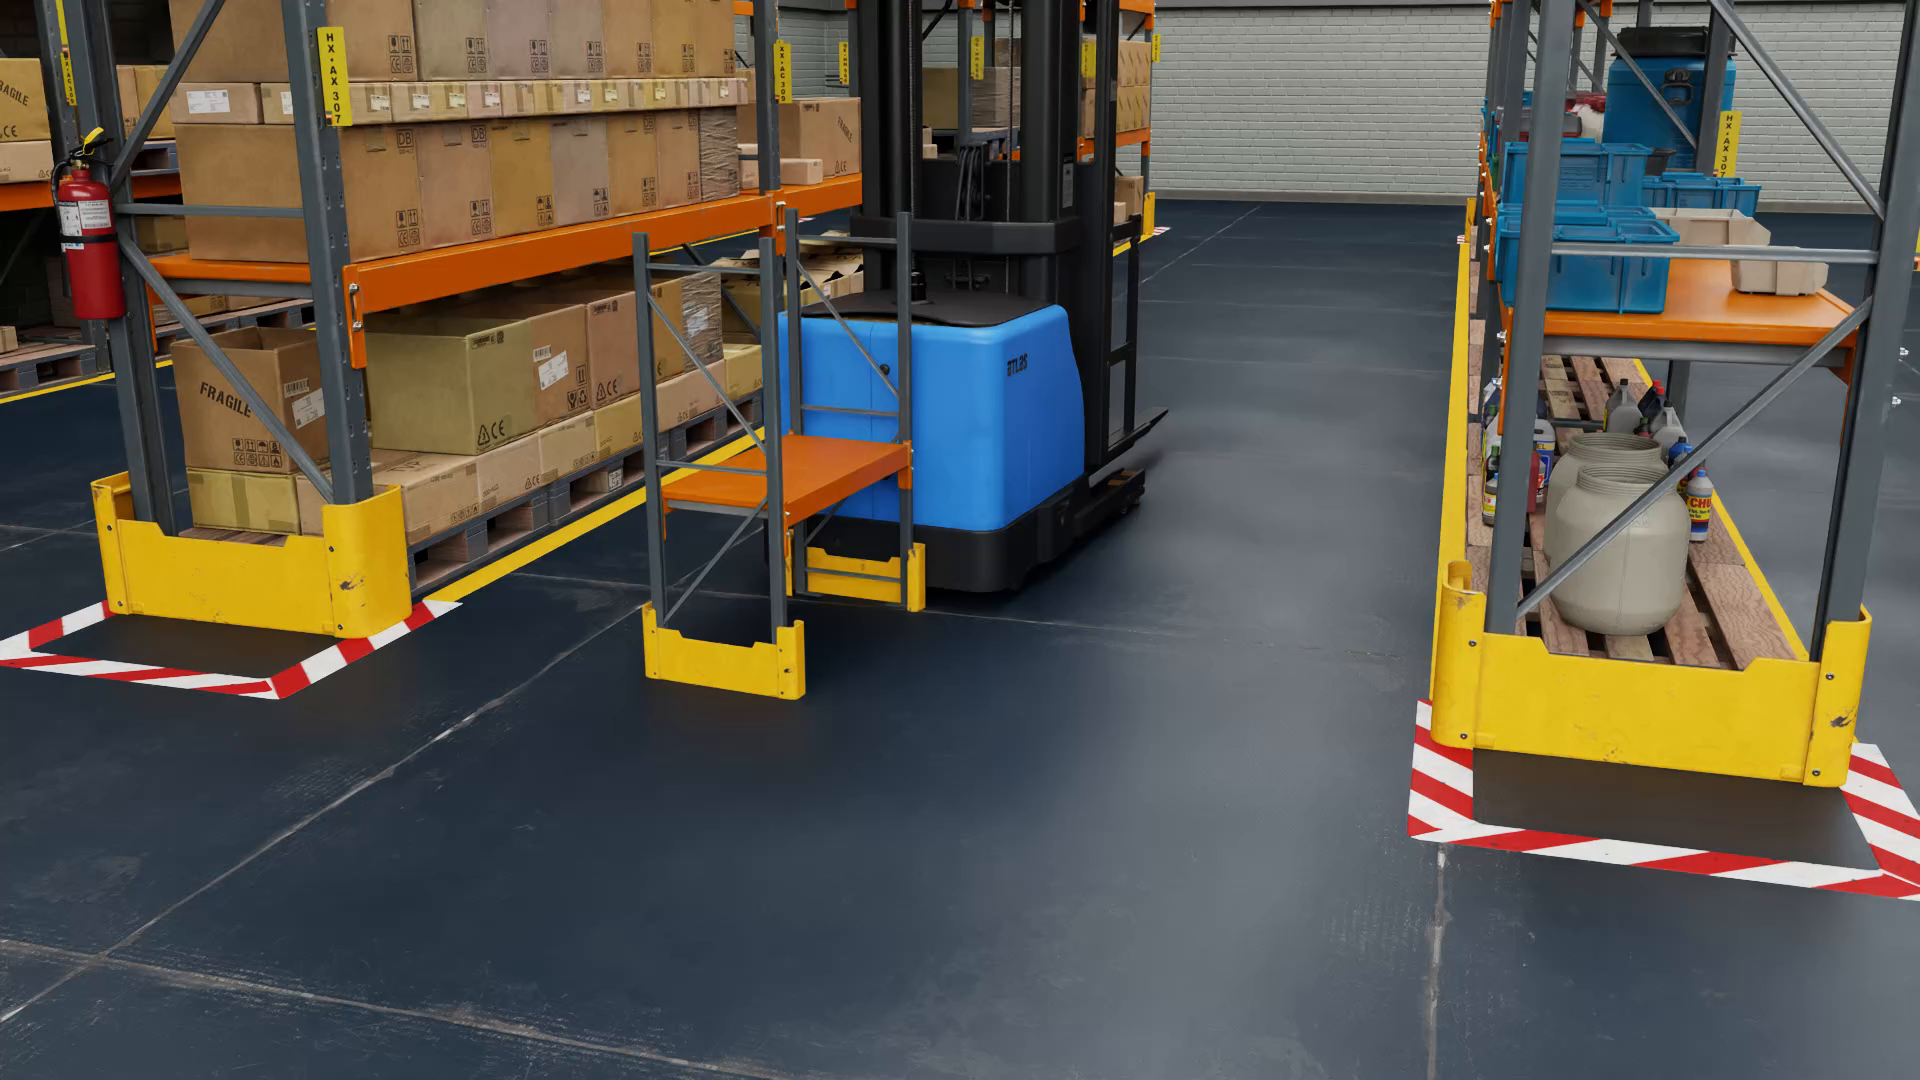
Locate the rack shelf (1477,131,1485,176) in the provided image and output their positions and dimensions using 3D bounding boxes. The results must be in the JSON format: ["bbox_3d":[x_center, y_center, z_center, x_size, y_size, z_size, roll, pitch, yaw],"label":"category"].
[{"bbox_3d":[6.057,-4.107,17.630,1.077,0.370,4.000,5,16,16],"label":"rack shelf"}]

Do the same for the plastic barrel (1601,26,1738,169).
[{"bbox_3d":[3.615,-2.156,8.513,0.600,0.901,0.708,5,16,16],"label":"plastic barrel"}]

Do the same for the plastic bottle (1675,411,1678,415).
[{"bbox_3d":[3.247,-0.455,7.607,0.061,0.283,0.133,6,17,20],"label":"plastic bottle"}]

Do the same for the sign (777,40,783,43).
[{"bbox_3d":[-2.357,-6.370,21.734,0.100,0.325,0.005,5,16,16],"label":"sign"}]

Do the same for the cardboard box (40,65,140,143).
[{"bbox_3d":[-6.106,-2.995,11.403,0.700,0.500,0.500,5,16,16],"label":"cardboard box"}]

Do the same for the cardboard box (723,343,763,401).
[{"bbox_3d":[-1.455,-0.963,9.496,0.500,0.250,0.500,5,16,16],"label":"cardboard box"}]

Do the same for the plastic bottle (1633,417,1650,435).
[{"bbox_3d":[3.056,-0.417,7.475,0.061,0.283,0.133,5,16,16],"label":"plastic bottle"}]

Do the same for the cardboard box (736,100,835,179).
[{"bbox_3d":[-1.150,-2.607,10.842,0.500,0.500,0.500,6,17,20],"label":"cardboard box"}]

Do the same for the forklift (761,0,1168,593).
[{"bbox_3d":[0.239,-1.567,7.482,1.130,2.935,3.031,6,17,22],"label":"forklift"}]

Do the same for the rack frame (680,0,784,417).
[{"bbox_3d":[-1.533,-2.222,9.666,1.000,3.000,0.127,5,16,16],"label":"rack frame"}]

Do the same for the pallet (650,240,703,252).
[{"bbox_3d":[-3.719,-3.549,19.456,1.003,0.211,1.213,5,16,16],"label":"pallet"}]

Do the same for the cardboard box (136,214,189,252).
[{"bbox_3d":[-5.969,-2.284,12.286,0.500,0.250,0.500,4,16,15],"label":"cardboard box"}]

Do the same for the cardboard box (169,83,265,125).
[{"bbox_3d":[-2.744,-1.650,6.279,0.380,0.149,0.250,4,16,15],"label":"cardboard box"}]

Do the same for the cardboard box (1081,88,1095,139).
[{"bbox_3d":[1.146,-4.475,17.427,0.500,0.500,0.500,5,17,17],"label":"cardboard box"}]

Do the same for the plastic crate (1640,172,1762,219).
[{"bbox_3d":[3.161,-1.455,7.233,0.499,0.251,0.616,5,16,16],"label":"plastic crate"}]

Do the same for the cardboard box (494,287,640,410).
[{"bbox_3d":[-1.875,-0.931,8.008,0.500,0.500,0.500,5,16,16],"label":"cardboard box"}]

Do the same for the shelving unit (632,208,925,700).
[{"bbox_3d":[-0.605,-0.360,5.850,0.587,1.500,1.083,6,17,22],"label":"shelving unit"}]

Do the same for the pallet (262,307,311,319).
[{"bbox_3d":[-5.370,-2.106,14.366,1.003,0.211,1.213,5,16,16],"label":"pallet"}]

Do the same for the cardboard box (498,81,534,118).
[{"bbox_3d":[-2.060,-1.892,7.130,0.380,0.149,0.250,4,16,14],"label":"cardboard box"}]

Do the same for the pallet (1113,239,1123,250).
[{"bbox_3d":[1.281,-3.473,19.187,1.003,0.211,1.213,5,16,16],"label":"pallet"}]

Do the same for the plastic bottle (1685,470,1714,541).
[{"bbox_3d":[2.892,-0.140,6.518,0.097,0.271,0.097,0,16,0],"label":"plastic bottle"}]

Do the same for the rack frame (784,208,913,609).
[{"bbox_3d":[-0.415,-0.486,6.294,0.500,1.500,0.032,6,17,22],"label":"rack frame"}]

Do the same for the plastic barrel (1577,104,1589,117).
[{"bbox_3d":[4.264,-2.651,10.975,0.421,0.512,0.421,0,16,0],"label":"plastic barrel"}]

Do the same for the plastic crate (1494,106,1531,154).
[{"bbox_3d":[3.599,-2.515,10.582,0.402,0.464,0.583,5,16,16],"label":"plastic crate"}]

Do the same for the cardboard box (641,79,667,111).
[{"bbox_3d":[-1.696,-2.228,8.316,0.380,0.149,0.250,5,16,16],"label":"cardboard box"}]

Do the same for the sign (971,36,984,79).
[{"bbox_3d":[0.137,-3.783,13.049,0.100,0.325,0.005,5,16,16],"label":"sign"}]

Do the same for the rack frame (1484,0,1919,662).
[{"bbox_3d":[2.078,-0.790,4.618,1.000,3.000,0.127,5,16,16],"label":"rack frame"}]

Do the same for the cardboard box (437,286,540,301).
[{"bbox_3d":[-2.389,-0.972,8.155,0.500,0.500,0.500,5,16,16],"label":"cardboard box"}]

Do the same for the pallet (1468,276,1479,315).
[{"bbox_3d":[4.884,-2.069,14.238,1.003,0.211,1.213,5,16,16],"label":"pallet"}]

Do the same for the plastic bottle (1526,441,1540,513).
[{"bbox_3d":[2.380,-0.265,6.939,0.061,0.283,0.133,5,16,16],"label":"plastic bottle"}]

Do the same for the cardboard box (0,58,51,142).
[{"bbox_3d":[-6.121,-2.756,10.411,0.500,0.500,0.500,5,16,16],"label":"cardboard box"}]

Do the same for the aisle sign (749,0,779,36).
[{"bbox_3d":[-2.565,-6.991,21.715,0.394,0.787,0.004,5,16,16],"label":"aisle sign"}]

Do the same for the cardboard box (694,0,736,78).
[{"bbox_3d":[-1.653,-2.778,9.064,0.700,0.500,0.500,5,17,16],"label":"cardboard box"}]

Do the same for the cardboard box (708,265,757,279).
[{"bbox_3d":[-1.551,-1.636,10.841,0.500,0.311,0.500,5,17,17],"label":"cardboard box"}]

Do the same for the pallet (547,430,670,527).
[{"bbox_3d":[-2.144,-0.355,8.195,1.003,0.211,1.213,5,16,16],"label":"pallet"}]

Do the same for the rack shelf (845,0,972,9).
[{"bbox_3d":[-0.965,-3.842,11.199,1.077,0.370,4.000,5,16,16],"label":"rack shelf"}]

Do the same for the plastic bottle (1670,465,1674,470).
[{"bbox_3d":[3.046,-0.248,7.027,0.097,0.201,0.097,0,16,0],"label":"plastic bottle"}]

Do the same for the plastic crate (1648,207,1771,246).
[{"bbox_3d":[2.996,-1.265,6.777,0.530,0.136,0.437,5,16,16],"label":"plastic crate"}]

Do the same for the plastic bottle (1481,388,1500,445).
[{"bbox_3d":[2.588,-0.595,7.978,0.144,0.351,0.185,5,17,17],"label":"plastic bottle"}]

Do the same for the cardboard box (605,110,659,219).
[{"bbox_3d":[-1.943,-1.884,8.291,0.700,0.500,0.500,5,17,17],"label":"cardboard box"}]

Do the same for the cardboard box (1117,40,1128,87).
[{"bbox_3d":[1.583,-5.350,18.679,0.500,0.500,0.500,5,17,18],"label":"cardboard box"}]

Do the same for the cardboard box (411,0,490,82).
[{"bbox_3d":[-2.366,-2.121,6.748,0.700,0.500,0.500,4,16,14],"label":"cardboard box"}]

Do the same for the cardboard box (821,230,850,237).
[{"bbox_3d":[-0.827,-2.303,13.194,0.500,0.311,0.500,5,17,18],"label":"cardboard box"}]

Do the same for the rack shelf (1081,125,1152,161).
[{"bbox_3d":[1.309,-4.492,18.988,1.077,0.370,4.000,5,16,16],"label":"rack shelf"}]

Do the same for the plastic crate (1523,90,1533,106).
[{"bbox_3d":[6.709,-4.920,19.004,0.616,0.435,0.499,5,16,16],"label":"plastic crate"}]

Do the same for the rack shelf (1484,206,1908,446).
[{"bbox_3d":[2.647,-0.967,6.561,1.077,0.370,4.000,5,16,16],"label":"rack shelf"}]

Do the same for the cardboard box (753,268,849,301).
[{"bbox_3d":[-1.030,-1.590,10.680,0.500,0.311,0.500,4,16,15],"label":"cardboard box"}]

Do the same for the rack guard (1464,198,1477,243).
[{"bbox_3d":[6.620,-3.781,19.743,1.175,0.500,0.348,5,16,16],"label":"rack guard"}]

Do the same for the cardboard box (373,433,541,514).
[{"bbox_3d":[-2.166,-0.309,7.190,0.500,0.250,0.500,5,16,16],"label":"cardboard box"}]

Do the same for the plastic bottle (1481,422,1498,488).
[{"bbox_3d":[2.360,-0.386,7.241,0.144,0.351,0.185,5,17,18],"label":"plastic bottle"}]

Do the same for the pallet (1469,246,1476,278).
[{"bbox_3d":[5.660,-2.784,16.756,1.003,0.211,1.213,5,16,16],"label":"pallet"}]

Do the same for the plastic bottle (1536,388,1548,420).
[{"bbox_3d":[2.726,-0.584,7.939,0.144,0.351,0.185,5,16,16],"label":"plastic bottle"}]
